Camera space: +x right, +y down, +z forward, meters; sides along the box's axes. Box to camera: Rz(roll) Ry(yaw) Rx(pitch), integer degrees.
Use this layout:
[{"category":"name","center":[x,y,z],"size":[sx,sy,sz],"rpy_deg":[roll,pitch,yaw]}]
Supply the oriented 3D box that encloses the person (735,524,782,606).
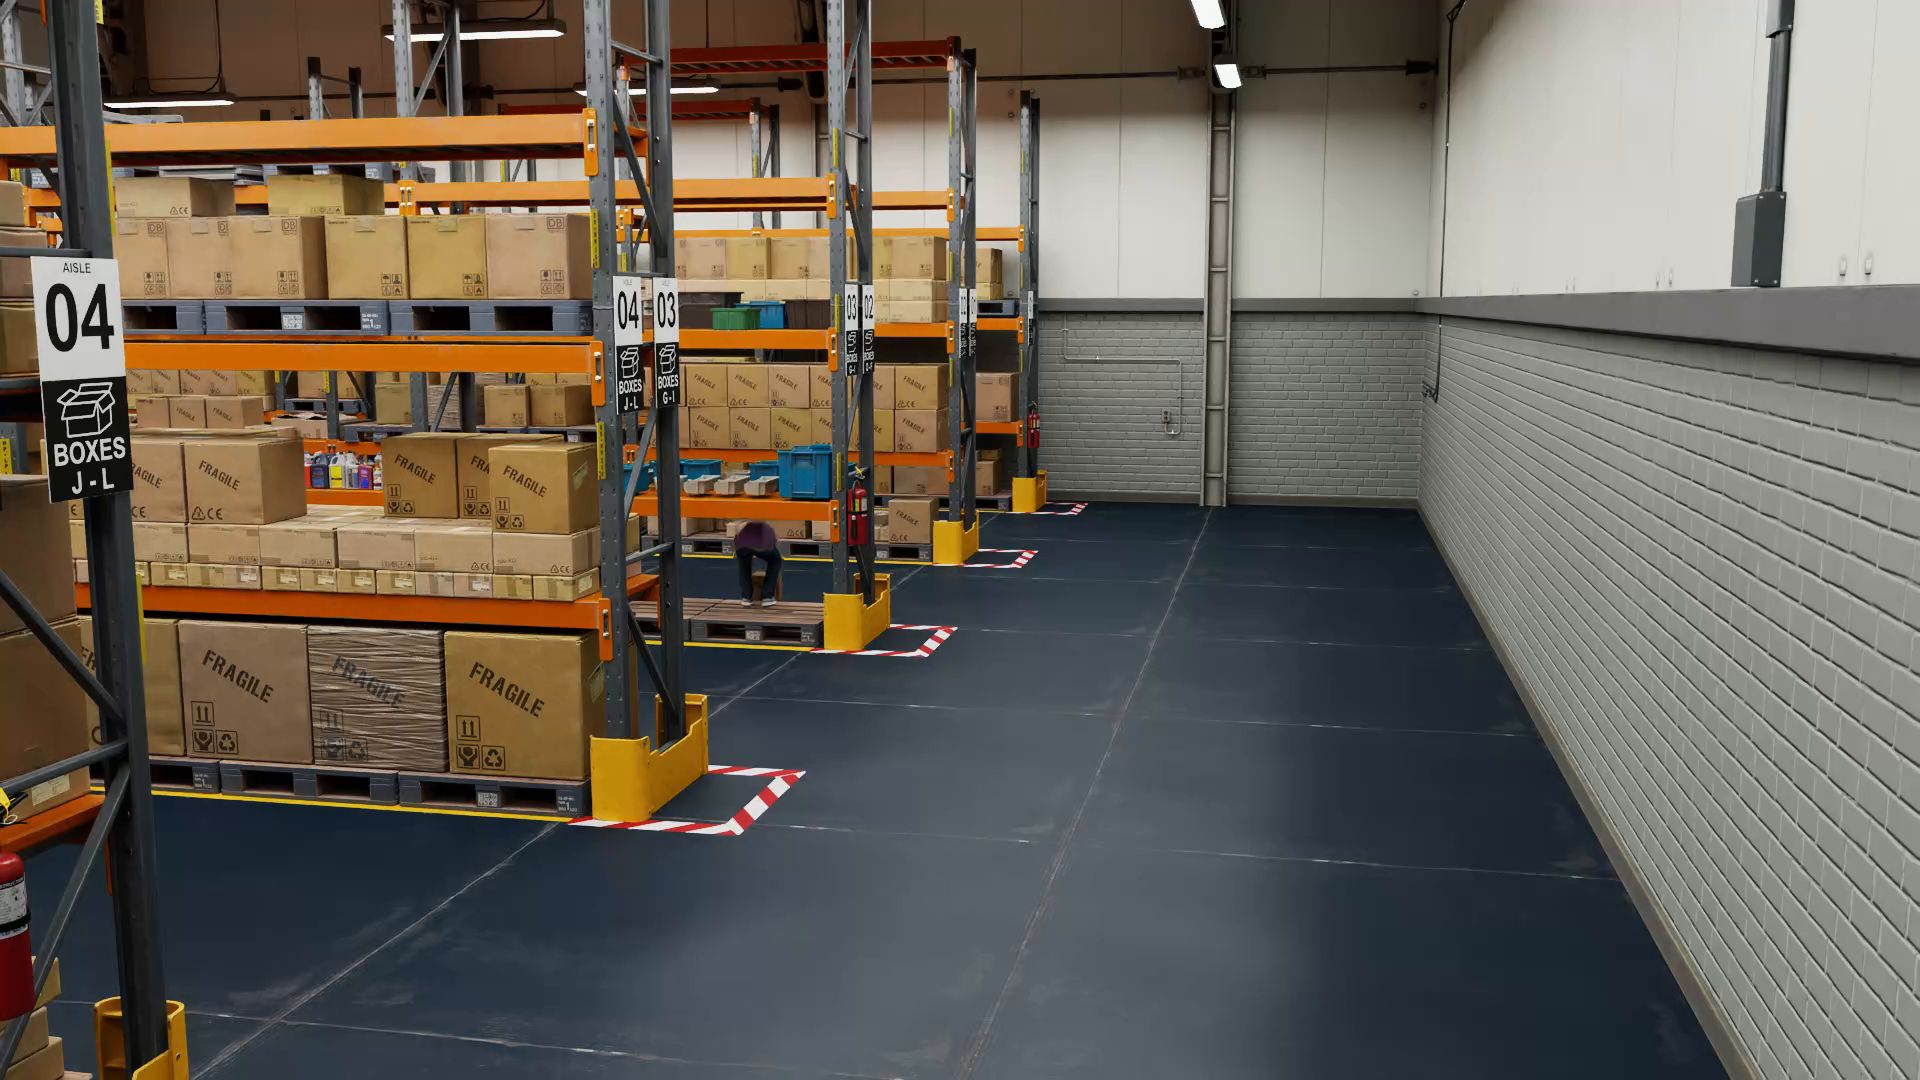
[{"category":"person","center":[-1.902,0.227,15.769],"size":[0.423,0.811,0.866],"rpy_deg":[0,8,3]}]
